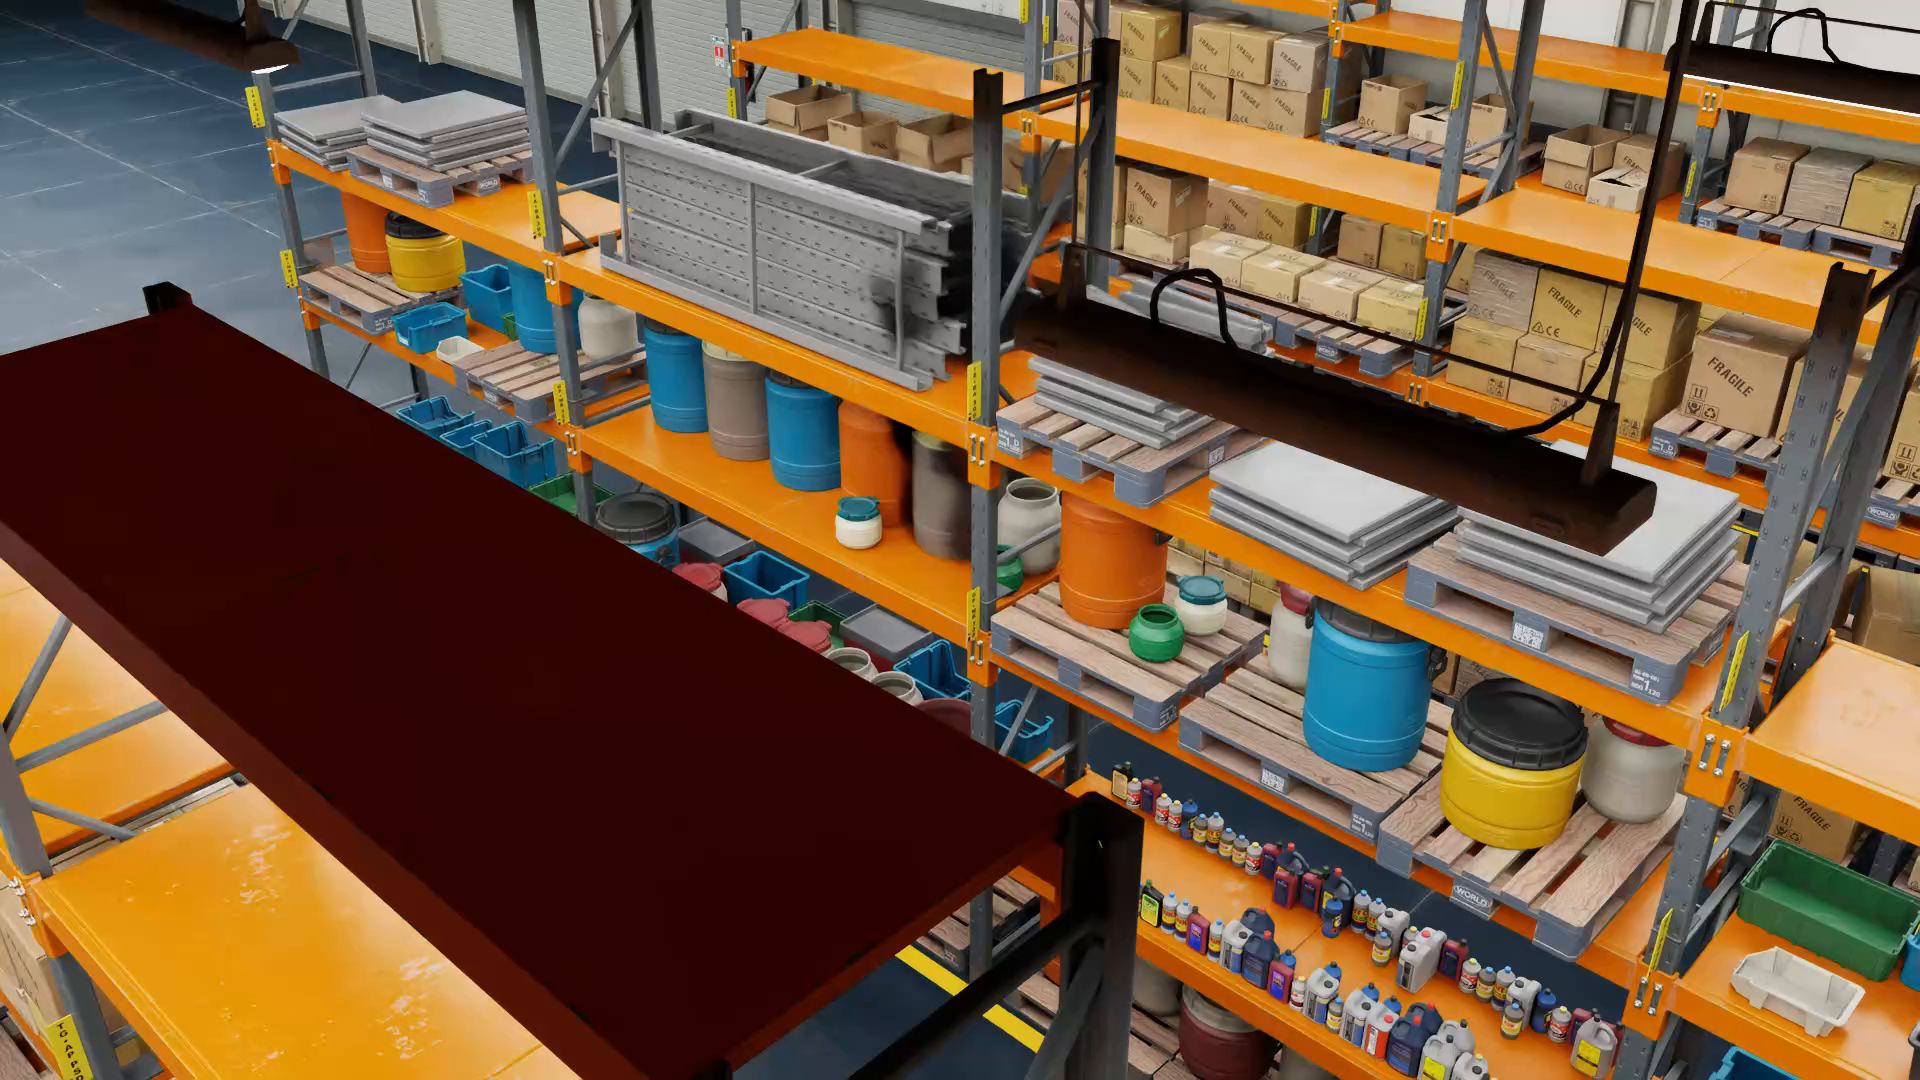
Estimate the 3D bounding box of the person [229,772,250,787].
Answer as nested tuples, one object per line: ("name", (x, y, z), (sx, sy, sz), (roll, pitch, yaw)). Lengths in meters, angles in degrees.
("person", (-4.291, 2.042, 10.350), (0.728, 1.764, 0.579), (19, 34, 30))
